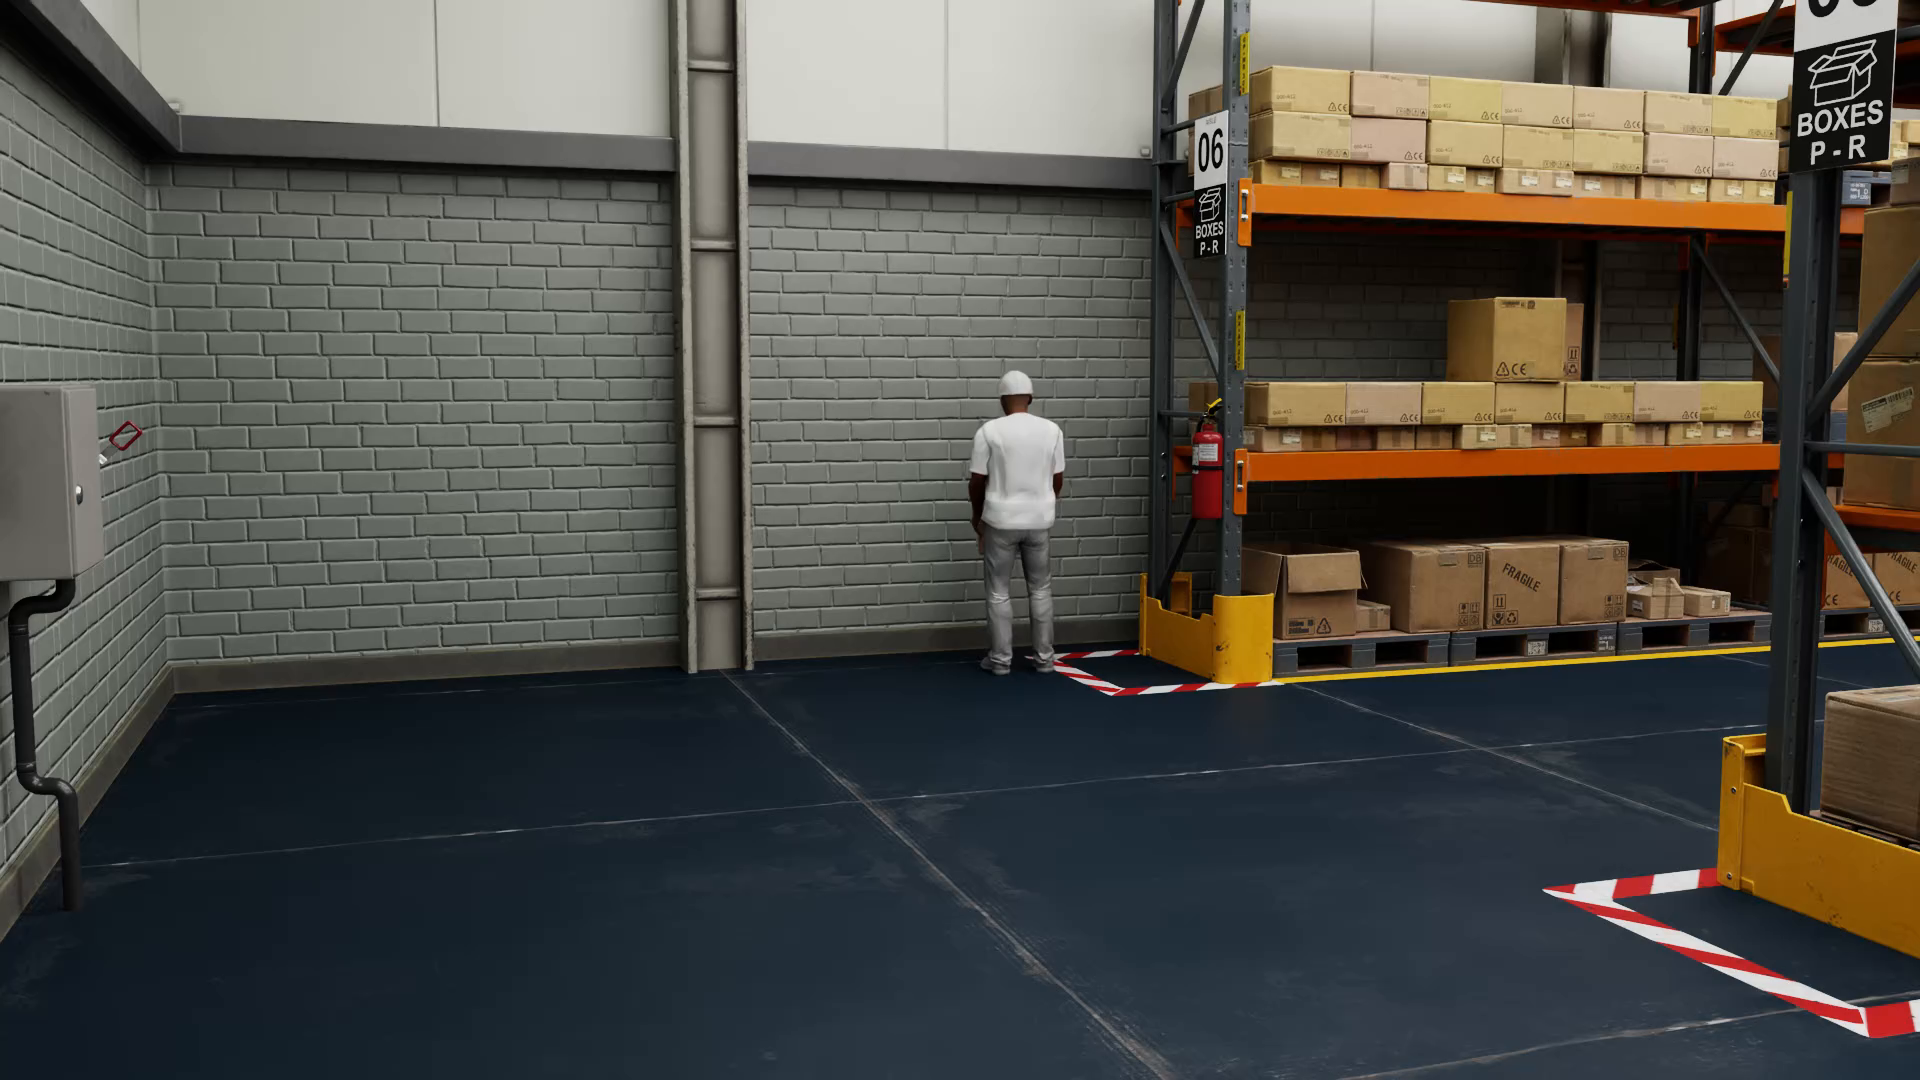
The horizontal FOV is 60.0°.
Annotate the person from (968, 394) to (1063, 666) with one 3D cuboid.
[{"bbox_3d":[0.315,-0.119,9.773,0.566,1.671,0.415,-1,6,-12],"label":"person"}]
